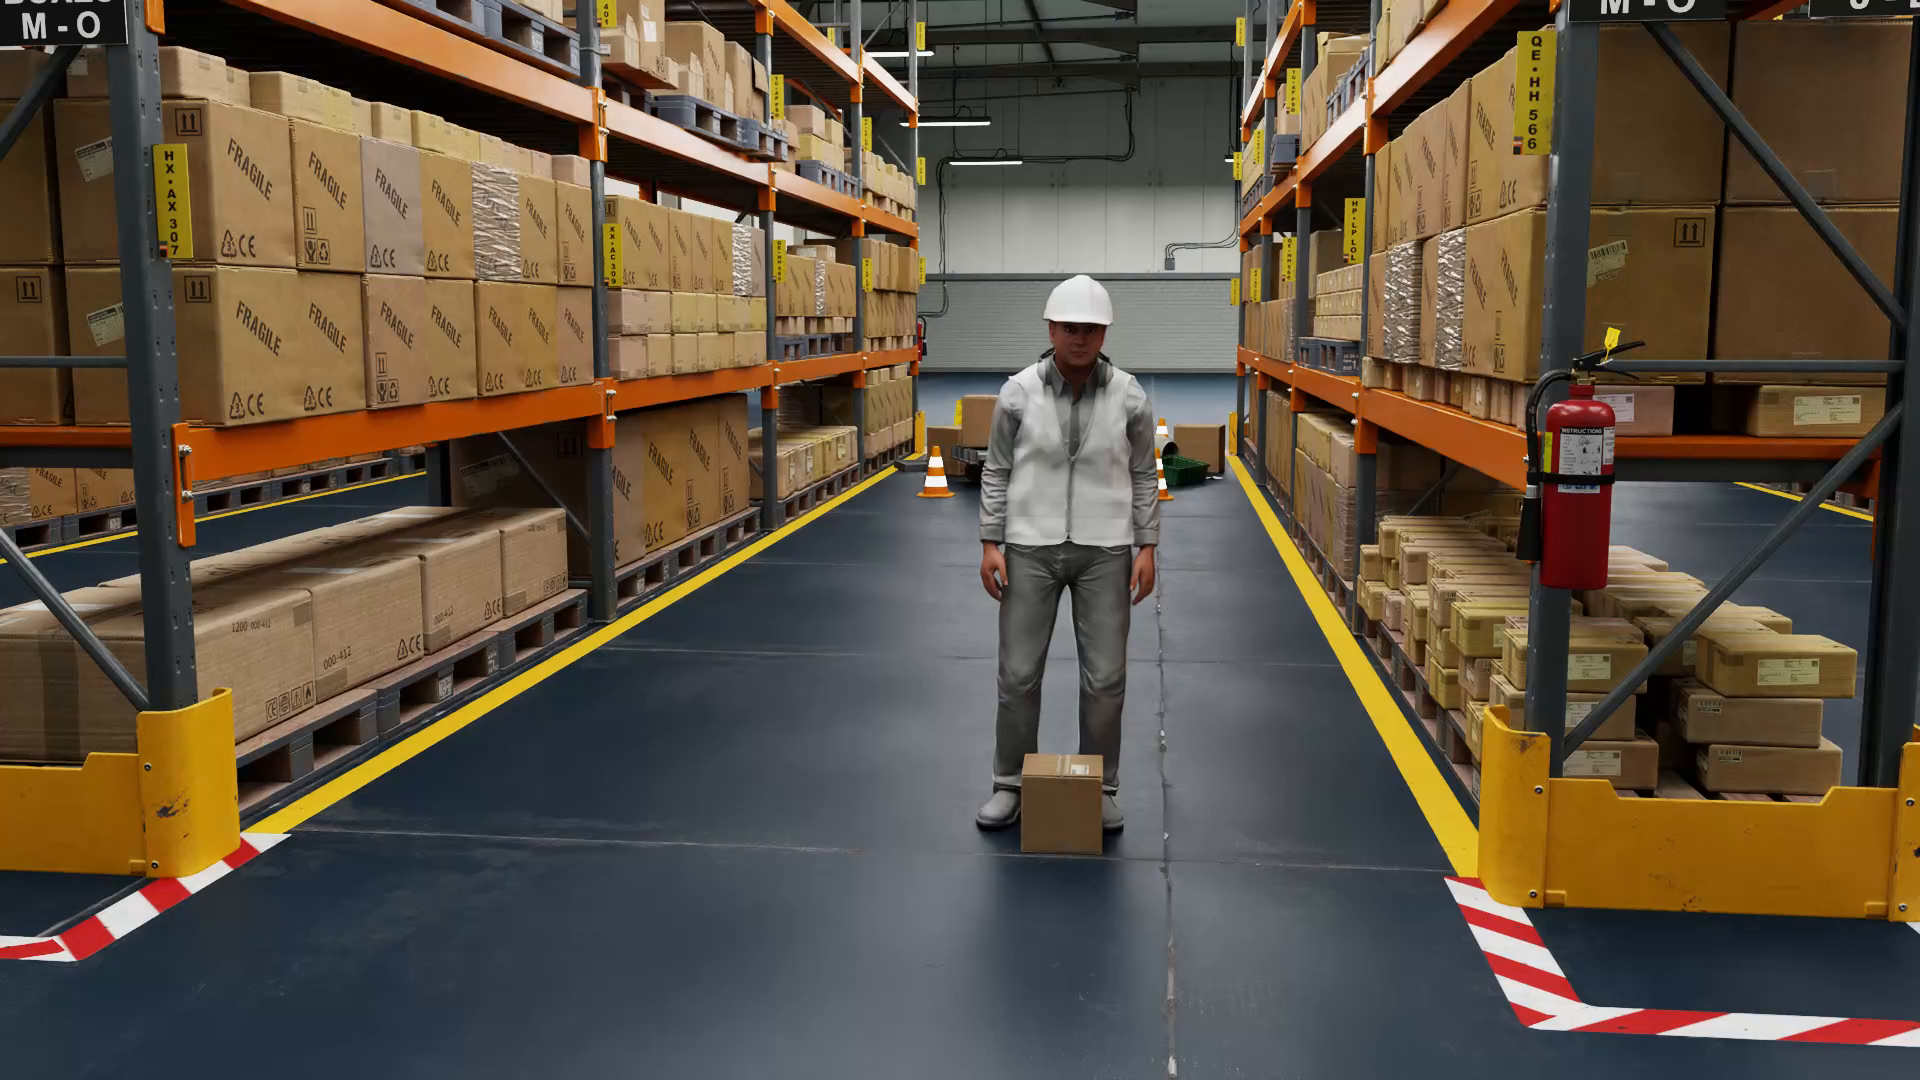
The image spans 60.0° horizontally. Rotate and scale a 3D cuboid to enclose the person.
[{"bbox_3d":[0.350,0.040,5.388,0.588,1.770,0.465,0,8,3],"label":"person"}]
